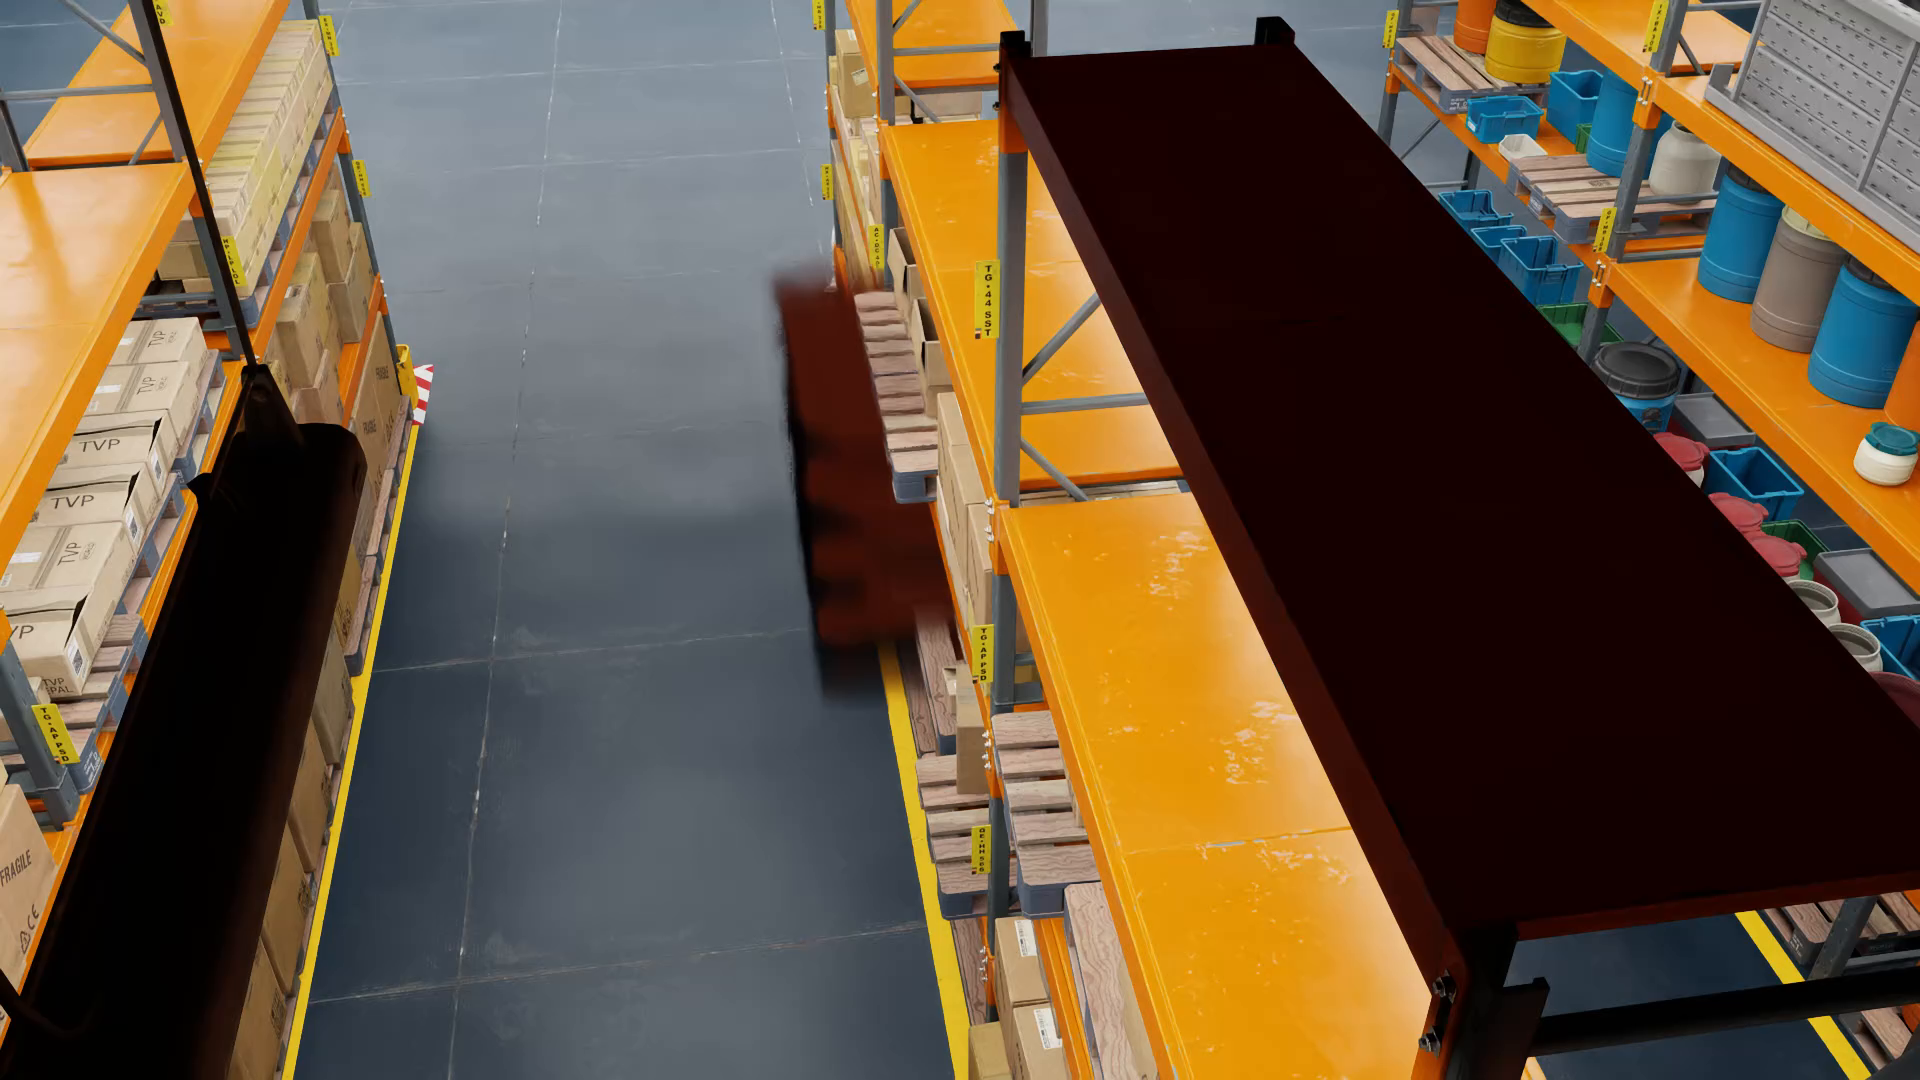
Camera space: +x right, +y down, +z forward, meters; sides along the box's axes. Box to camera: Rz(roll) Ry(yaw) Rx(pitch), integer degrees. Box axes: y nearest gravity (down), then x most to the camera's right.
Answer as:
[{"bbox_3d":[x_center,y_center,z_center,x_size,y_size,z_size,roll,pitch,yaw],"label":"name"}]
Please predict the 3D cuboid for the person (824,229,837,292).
[{"bbox_3d":[-1.032,-3.239,16.515,0.646,1.669,0.494,-30,46,-34],"label":"person"}]
